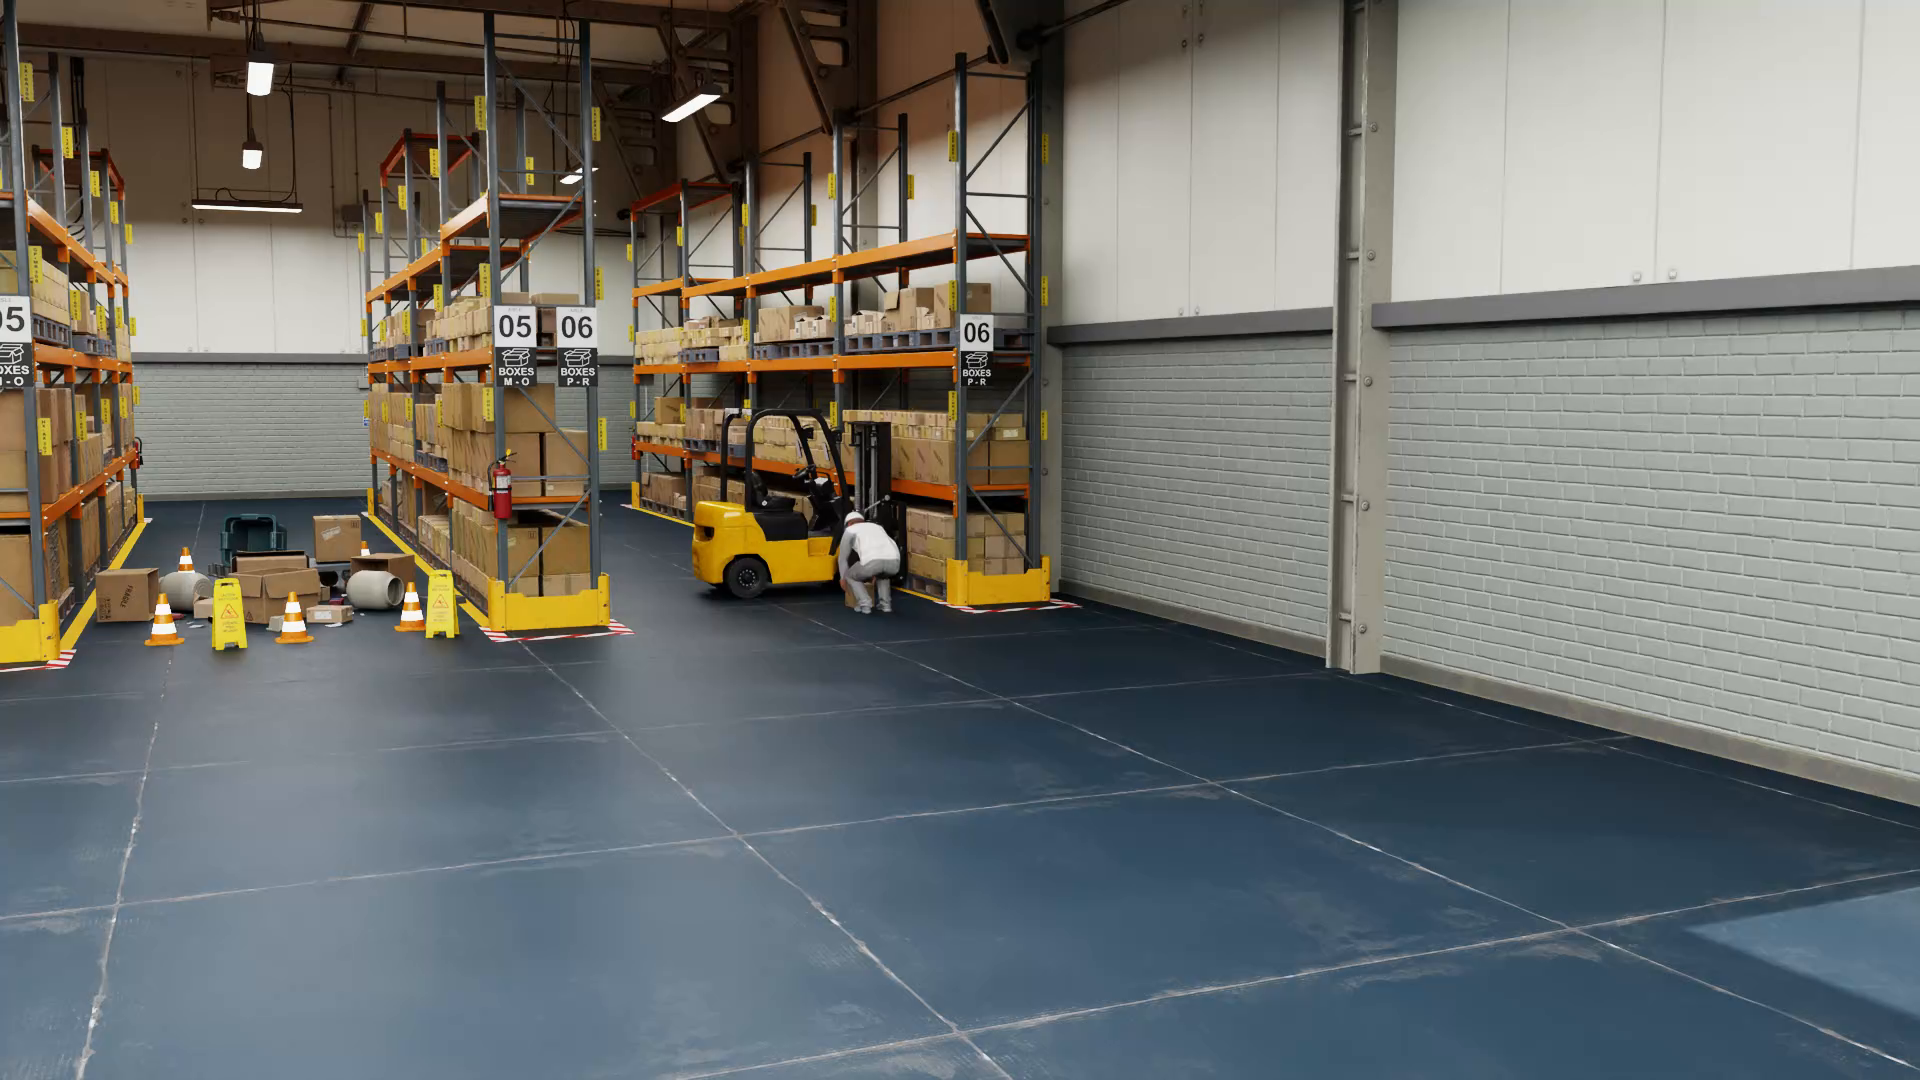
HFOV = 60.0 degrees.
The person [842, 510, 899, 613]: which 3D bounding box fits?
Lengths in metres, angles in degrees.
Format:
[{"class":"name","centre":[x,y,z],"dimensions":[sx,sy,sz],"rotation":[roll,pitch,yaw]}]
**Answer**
[{"class":"person","centre":[-1.021,0.209,18.046],"dimensions":[0.473,1.089,1.012],"rotation":[-3,6,-26]}]
